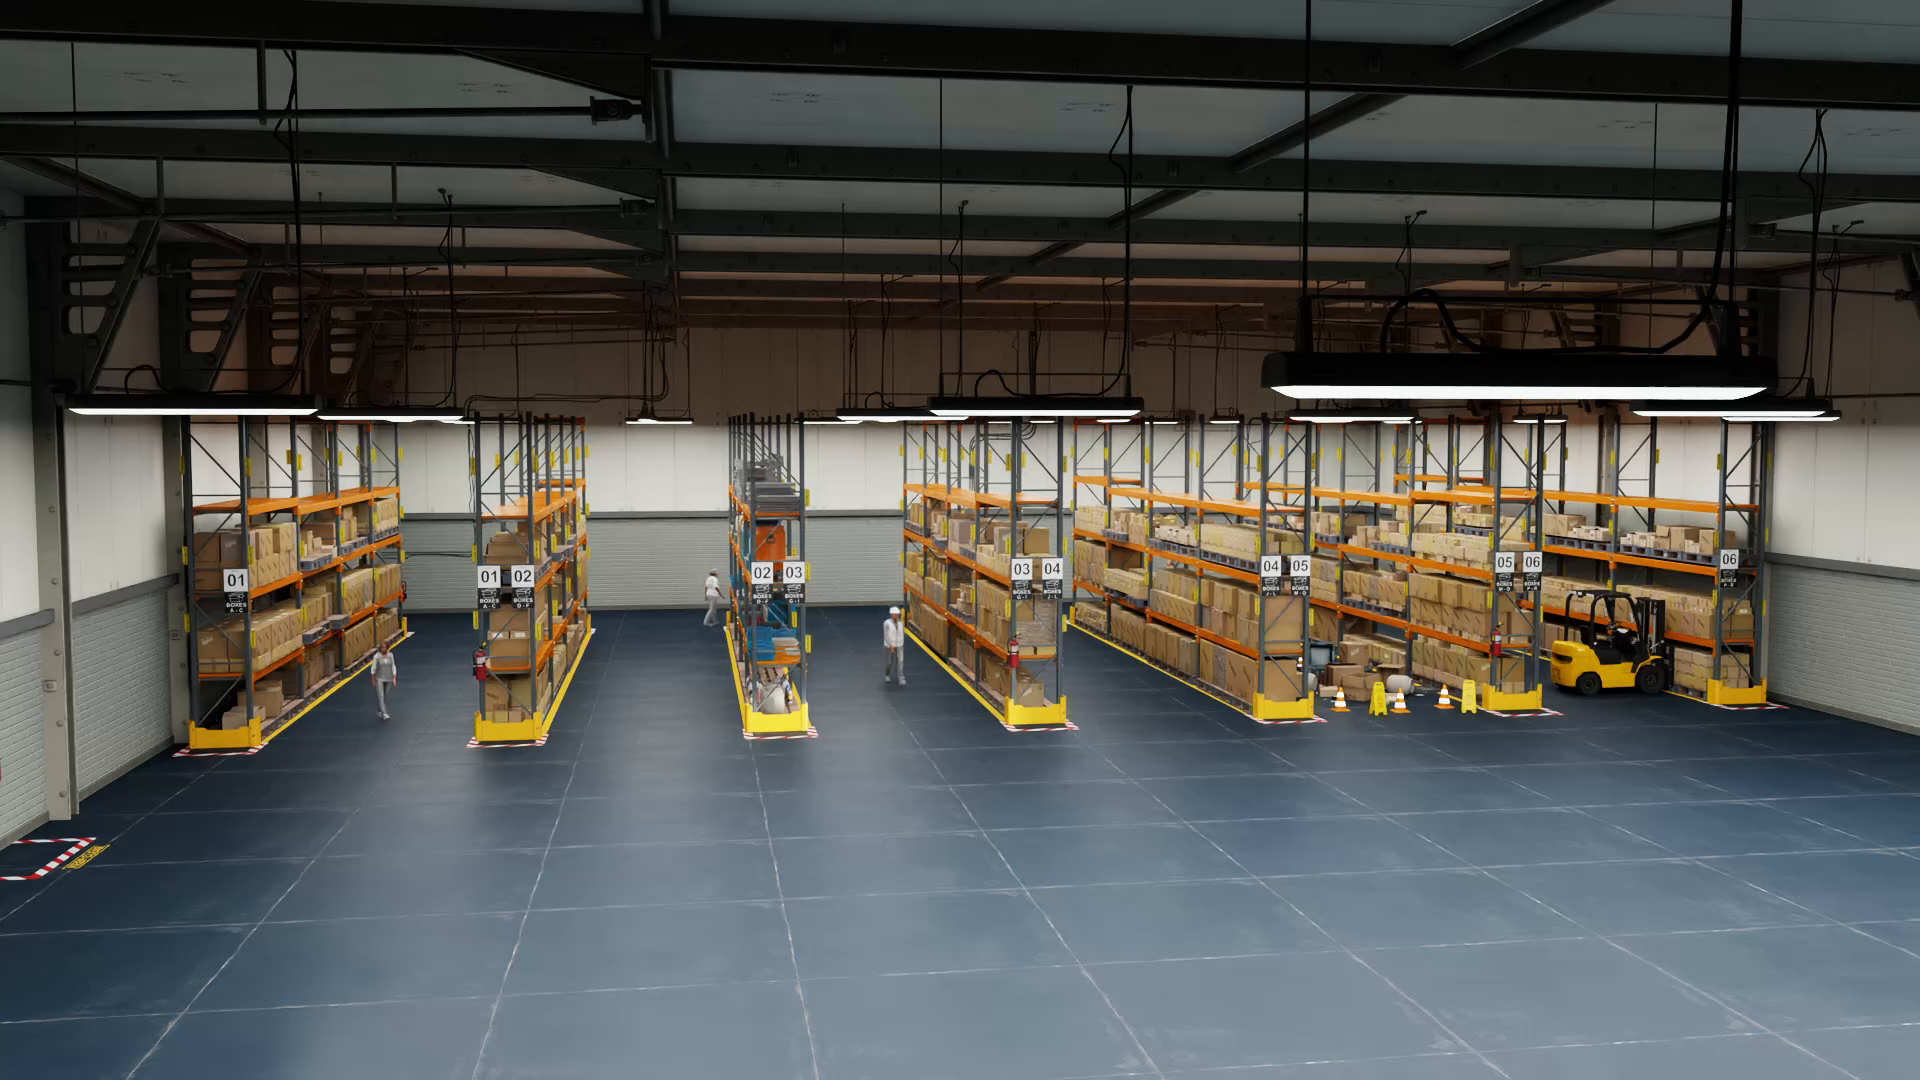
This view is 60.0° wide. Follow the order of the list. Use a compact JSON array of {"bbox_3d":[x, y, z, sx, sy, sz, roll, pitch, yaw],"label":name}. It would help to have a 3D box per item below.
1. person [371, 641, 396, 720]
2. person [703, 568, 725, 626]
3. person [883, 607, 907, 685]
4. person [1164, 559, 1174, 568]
[{"bbox_3d":[-11.200,2.734,32.374,0.430,1.523,1.021,-4,5,-43],"label":"person"},{"bbox_3d":[-7.155,1.642,47.884,0.716,1.652,0.558,-3,5,-37],"label":"person"},{"bbox_3d":[-1.432,2.336,36.942,0.537,1.710,1.015,-2,4,-25],"label":"person"},{"bbox_3d":[6.439,1.371,51.471,0.478,1.660,0.478,-2,5,-32],"label":"person"}]
